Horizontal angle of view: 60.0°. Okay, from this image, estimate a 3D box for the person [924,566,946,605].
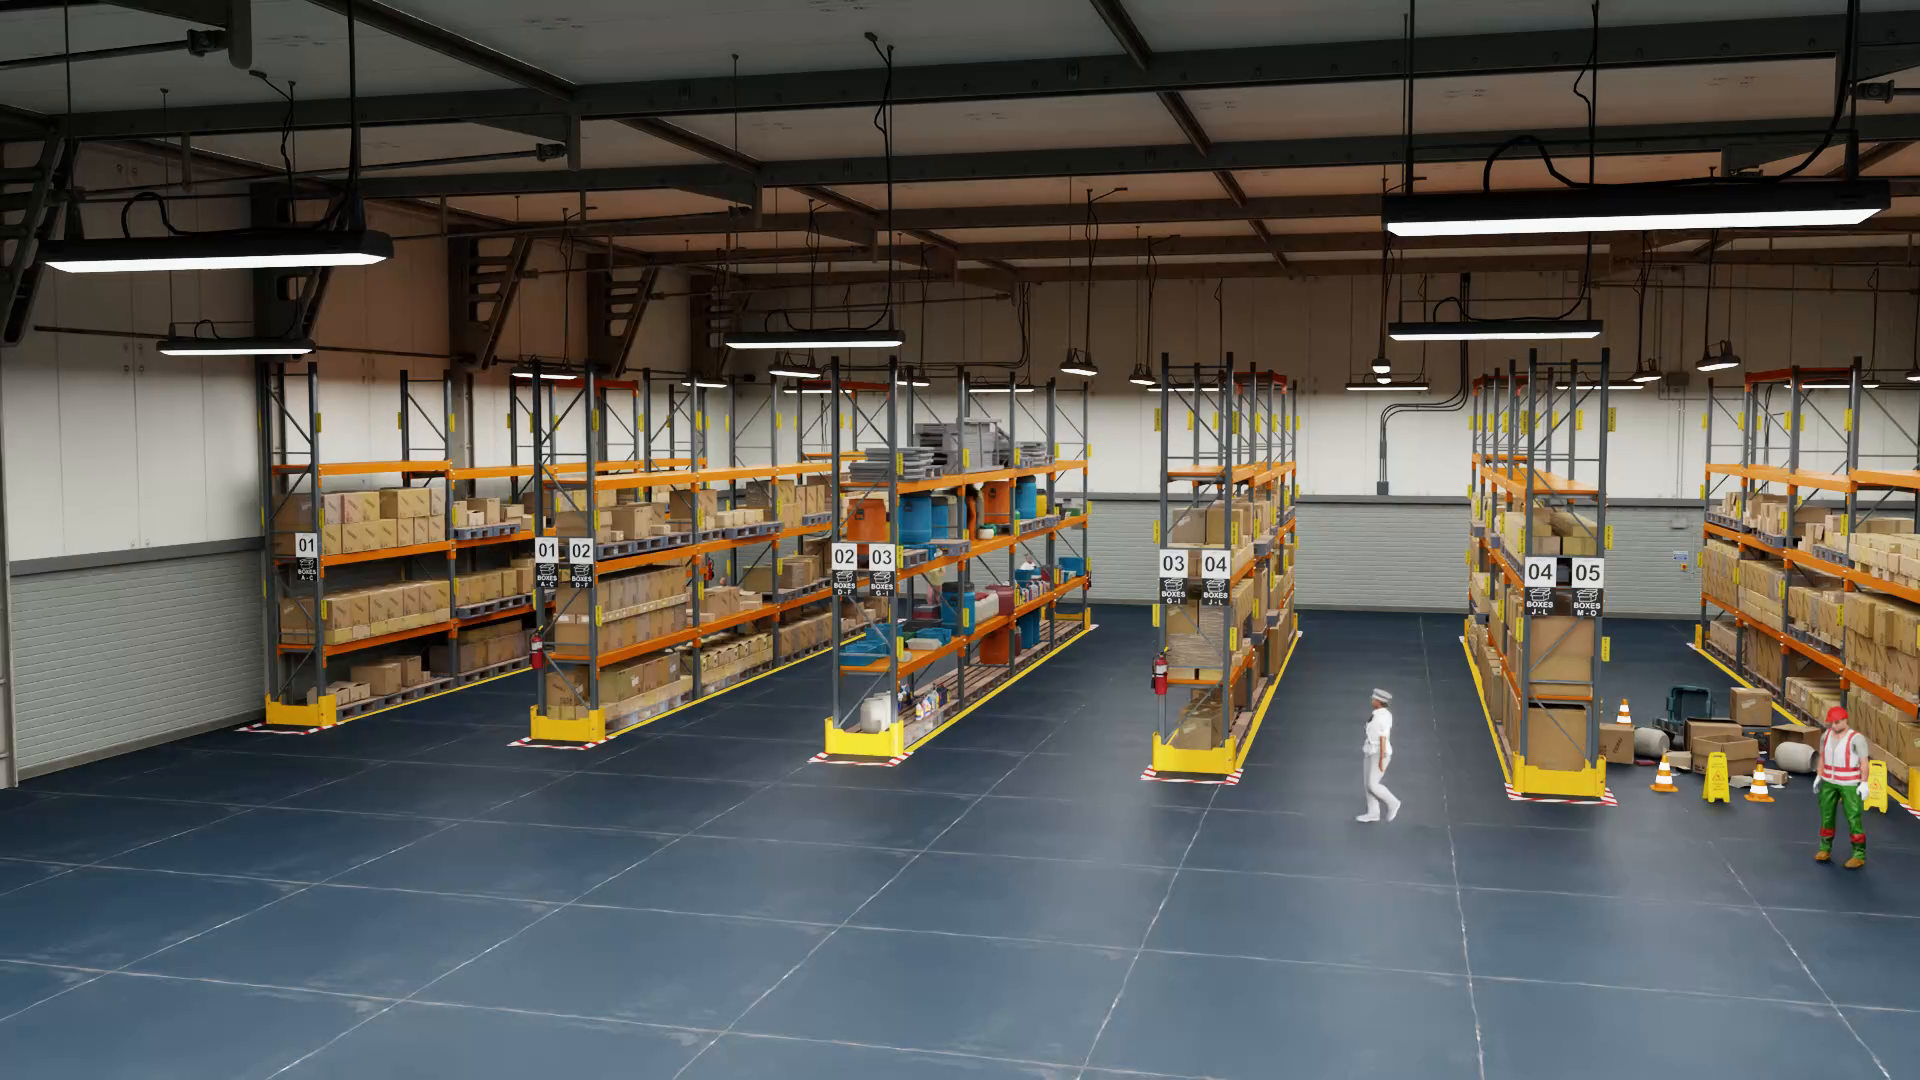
[{"bbox_3d":[-0.677,1.151,42.550,0.625,1.643,0.982,1,4,12],"label":"person"}]

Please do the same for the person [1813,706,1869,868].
[{"bbox_3d":[9.979,2.773,18.896,0.397,1.781,0.619,-2,5,-30],"label":"person"}]

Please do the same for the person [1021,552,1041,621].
[{"bbox_3d":[1.811,1.187,41.710,0.448,1.773,0.621,3,5,40],"label":"person"}]

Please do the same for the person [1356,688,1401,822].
[{"bbox_3d":[5.237,2.688,20.749,0.483,1.677,0.457,-1,4,-18],"label":"person"}]

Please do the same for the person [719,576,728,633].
[{"bbox_3d":[-5.285,1.597,37.046,0.460,1.604,0.929,1,4,20],"label":"person"}]
